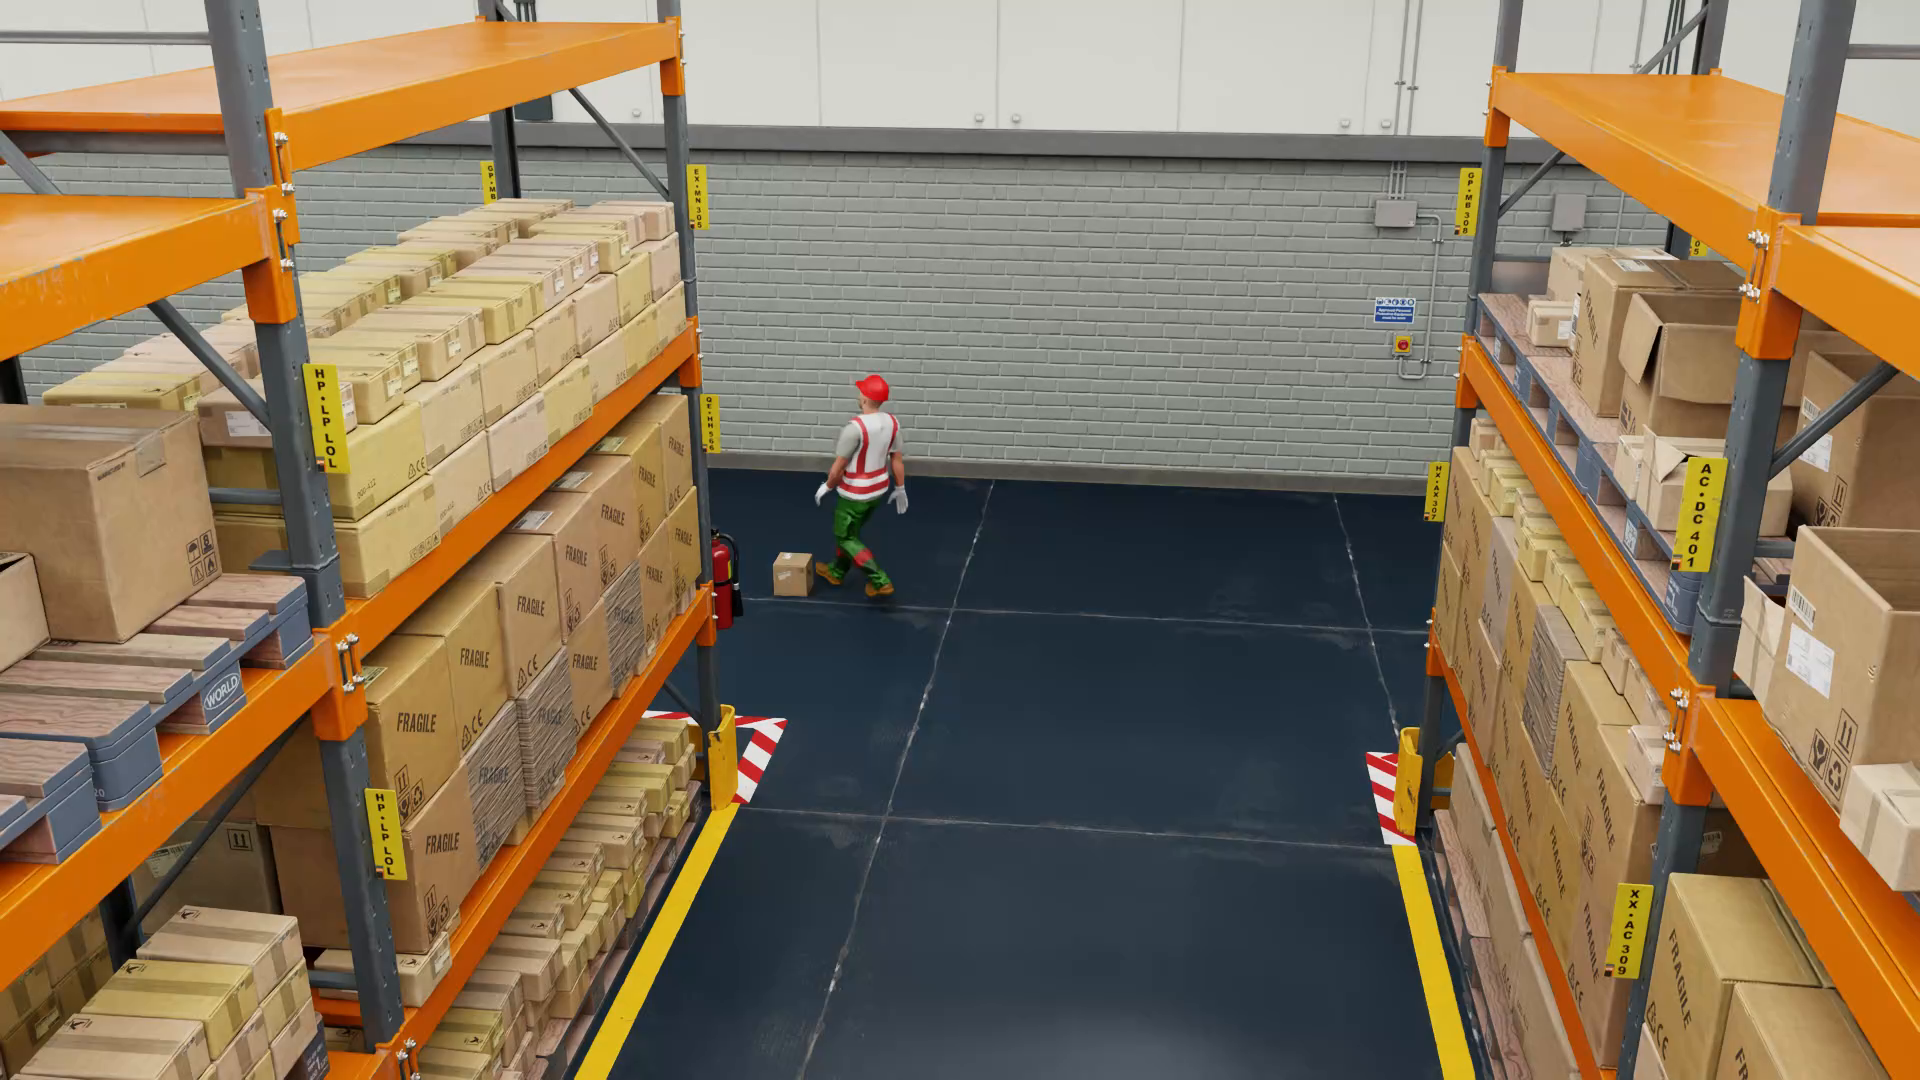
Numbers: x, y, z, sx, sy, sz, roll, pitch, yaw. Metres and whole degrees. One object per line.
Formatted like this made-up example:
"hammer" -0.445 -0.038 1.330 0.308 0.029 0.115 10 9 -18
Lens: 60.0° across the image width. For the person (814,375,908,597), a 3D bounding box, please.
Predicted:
"person" -0.803 -0.400 12.178 0.945 1.725 0.603 18 27 38
